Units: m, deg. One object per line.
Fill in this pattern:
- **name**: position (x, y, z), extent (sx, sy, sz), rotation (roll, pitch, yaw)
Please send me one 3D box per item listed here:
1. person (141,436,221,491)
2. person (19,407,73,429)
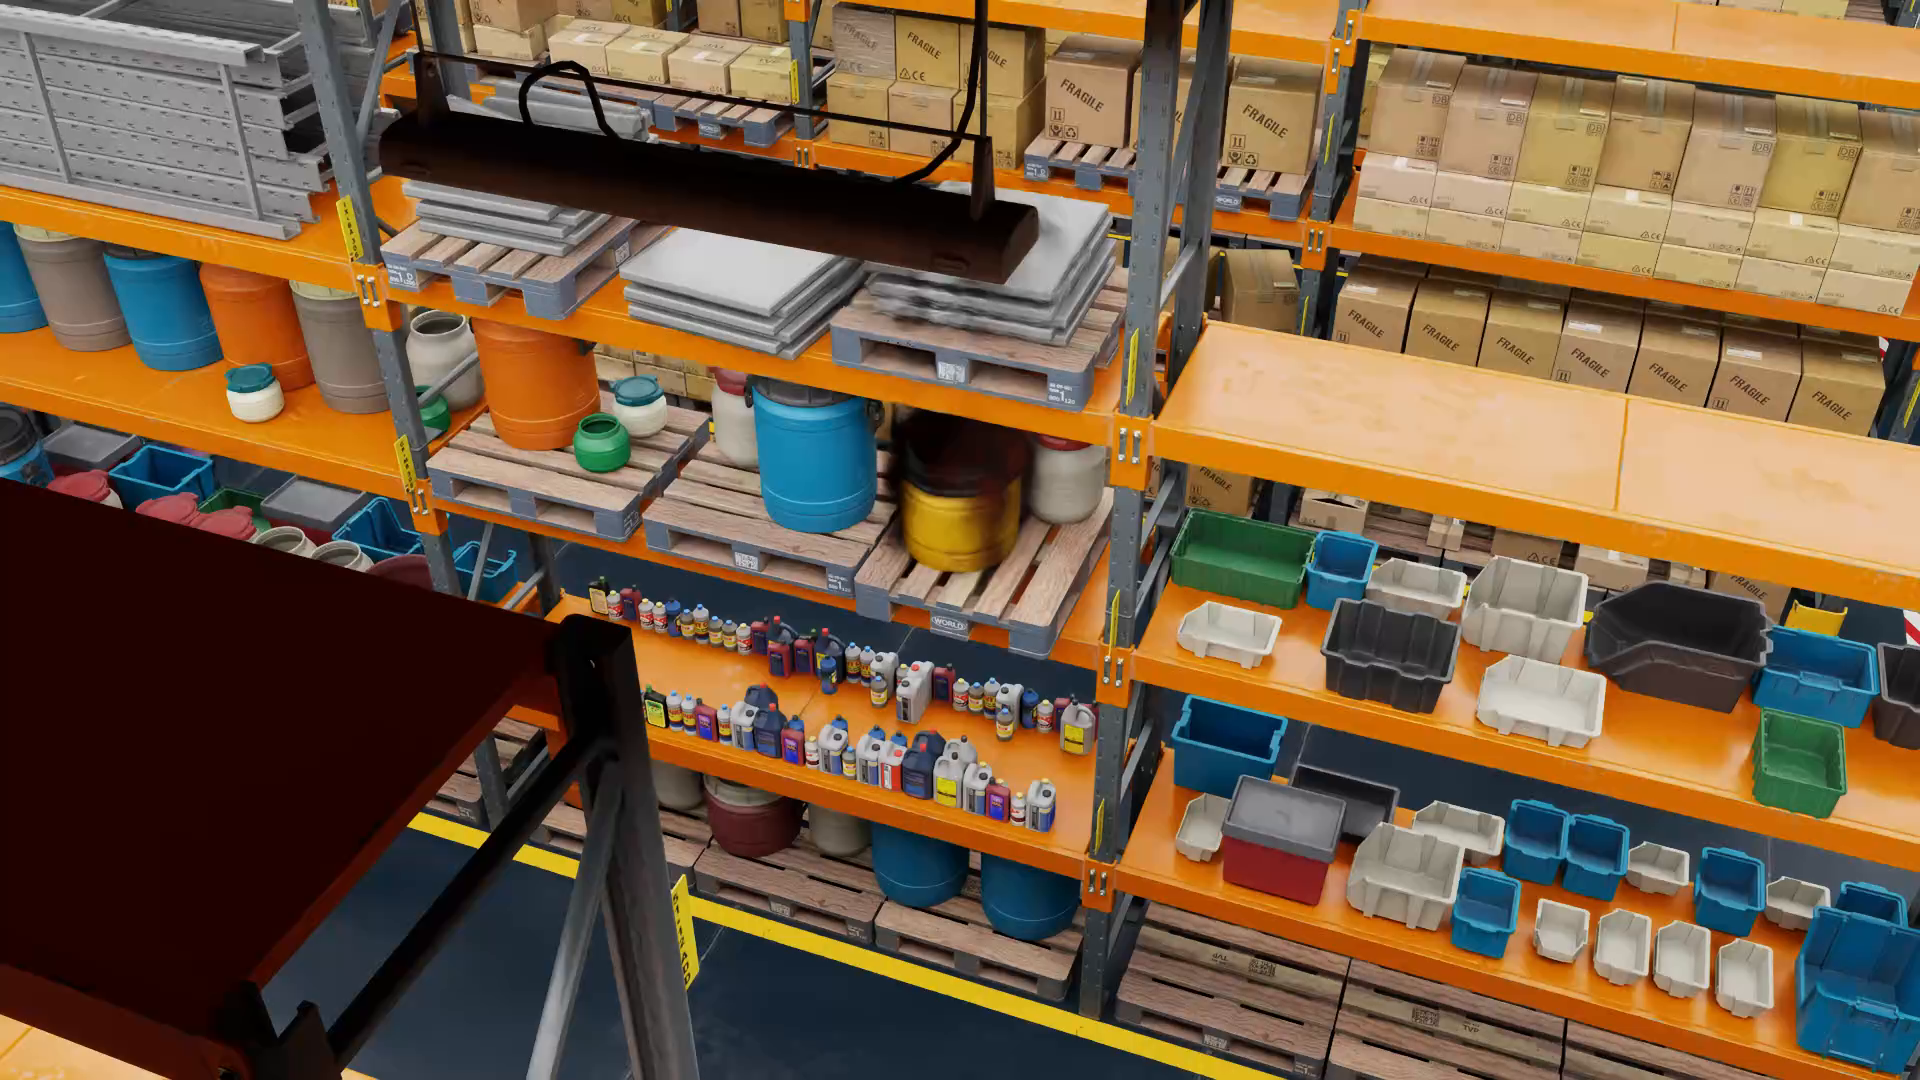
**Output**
- **person**: position (-6.042, -0.692, 13.007), extent (0.730, 1.543, 0.520), rotation (29, 46, 34)
- **person**: position (-7.399, -1.172, 13.571), extent (0.577, 1.698, 0.610), rotation (-10, 38, -14)
